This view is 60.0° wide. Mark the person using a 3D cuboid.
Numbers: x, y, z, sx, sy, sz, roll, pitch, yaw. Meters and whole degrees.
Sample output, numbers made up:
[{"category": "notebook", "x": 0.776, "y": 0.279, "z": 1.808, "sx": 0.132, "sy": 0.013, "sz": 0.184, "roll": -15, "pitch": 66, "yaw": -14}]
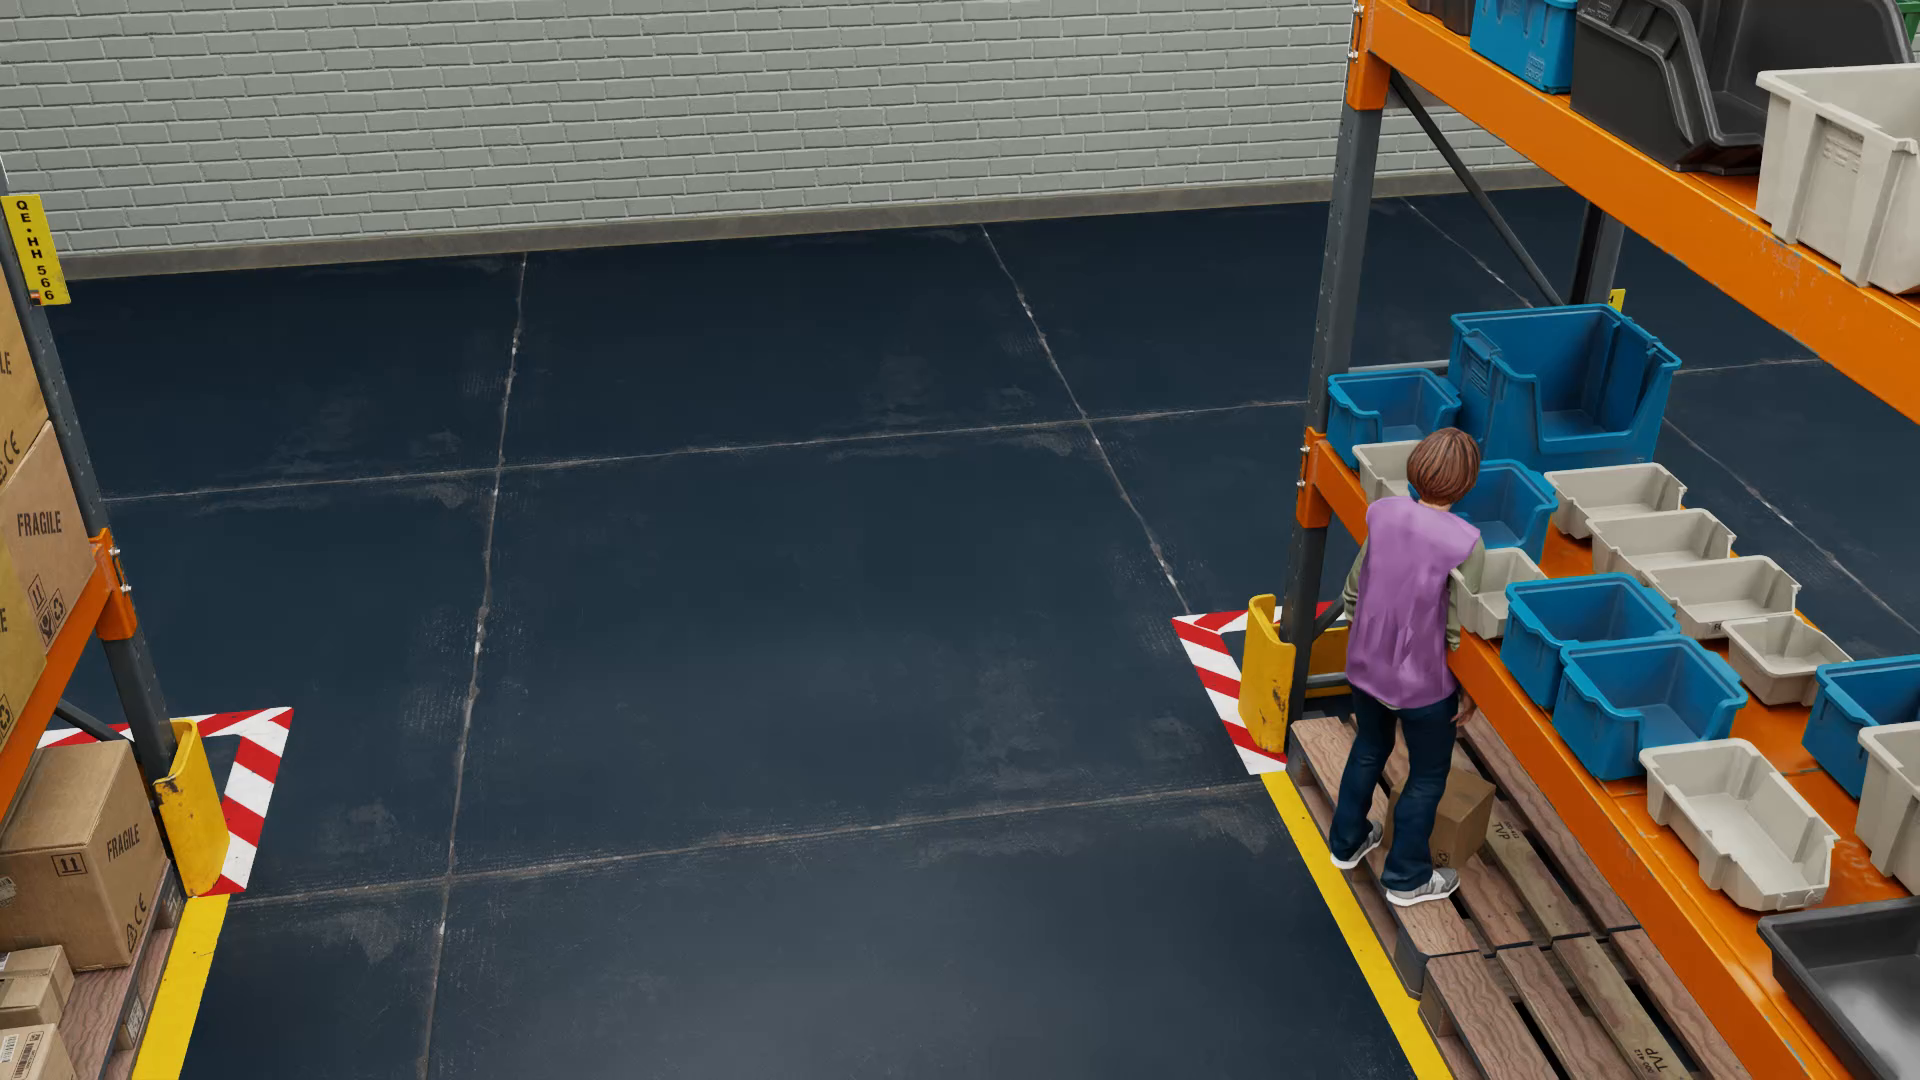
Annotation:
[{"category": "person", "x": 1.364, "y": 0.406, "z": 5.070, "sx": 0.347, "sy": 1.589, "sz": 0.482, "roll": -24, "pitch": 39, "yaw": -34}]
